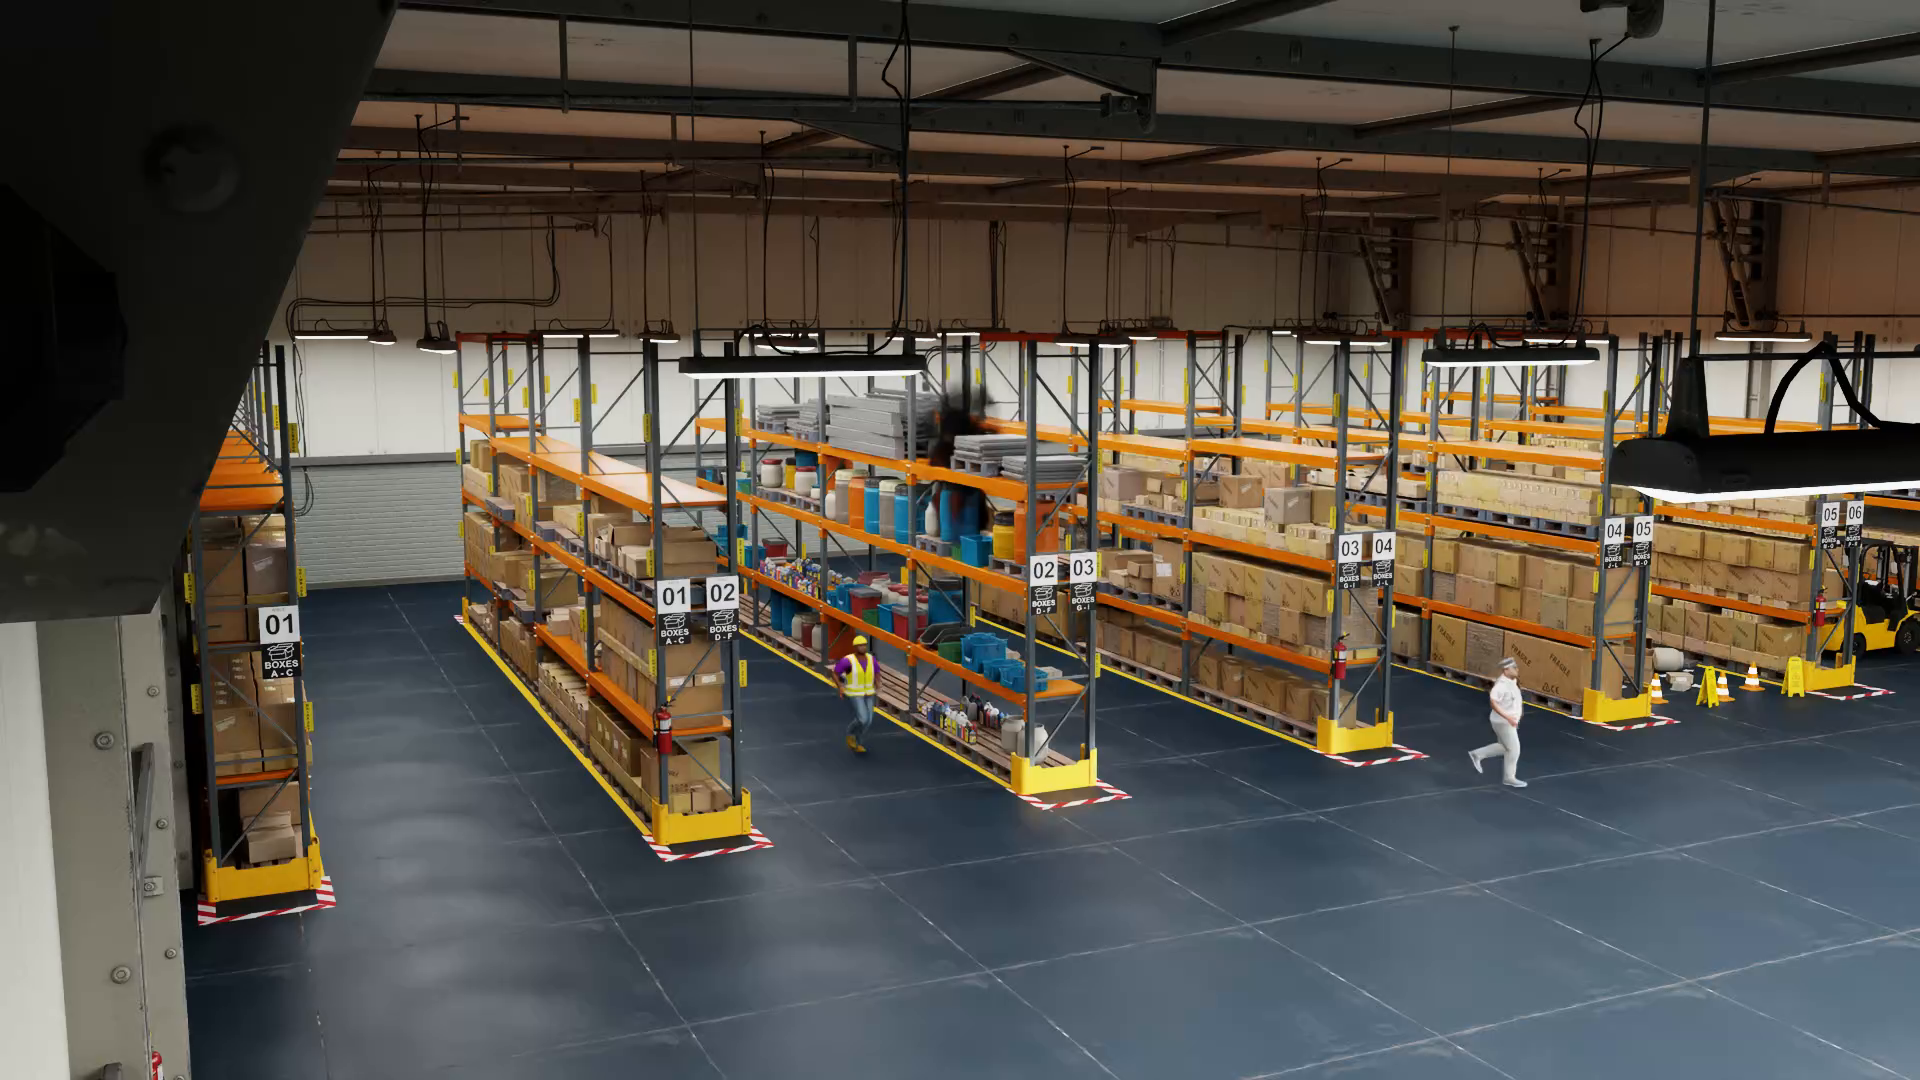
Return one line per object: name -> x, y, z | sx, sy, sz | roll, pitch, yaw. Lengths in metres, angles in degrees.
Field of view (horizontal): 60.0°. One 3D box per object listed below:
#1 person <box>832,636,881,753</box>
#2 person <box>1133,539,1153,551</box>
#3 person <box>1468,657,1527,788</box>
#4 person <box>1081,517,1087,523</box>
person -> -1.419, 2.242, 24.013 | 0.690, 1.720, 0.597 | -5, 9, -33
person -> 4.711, -0.296, 42.449 | 0.900, 1.810, 0.678 | -4, 9, -28
person -> 7.297, 2.430, 22.486 | 0.790, 1.774, 0.659 | 4, 9, 25
person -> 2.876, 0.281, 38.735 | 0.570, 1.697, 0.929 | -4, 9, -30
